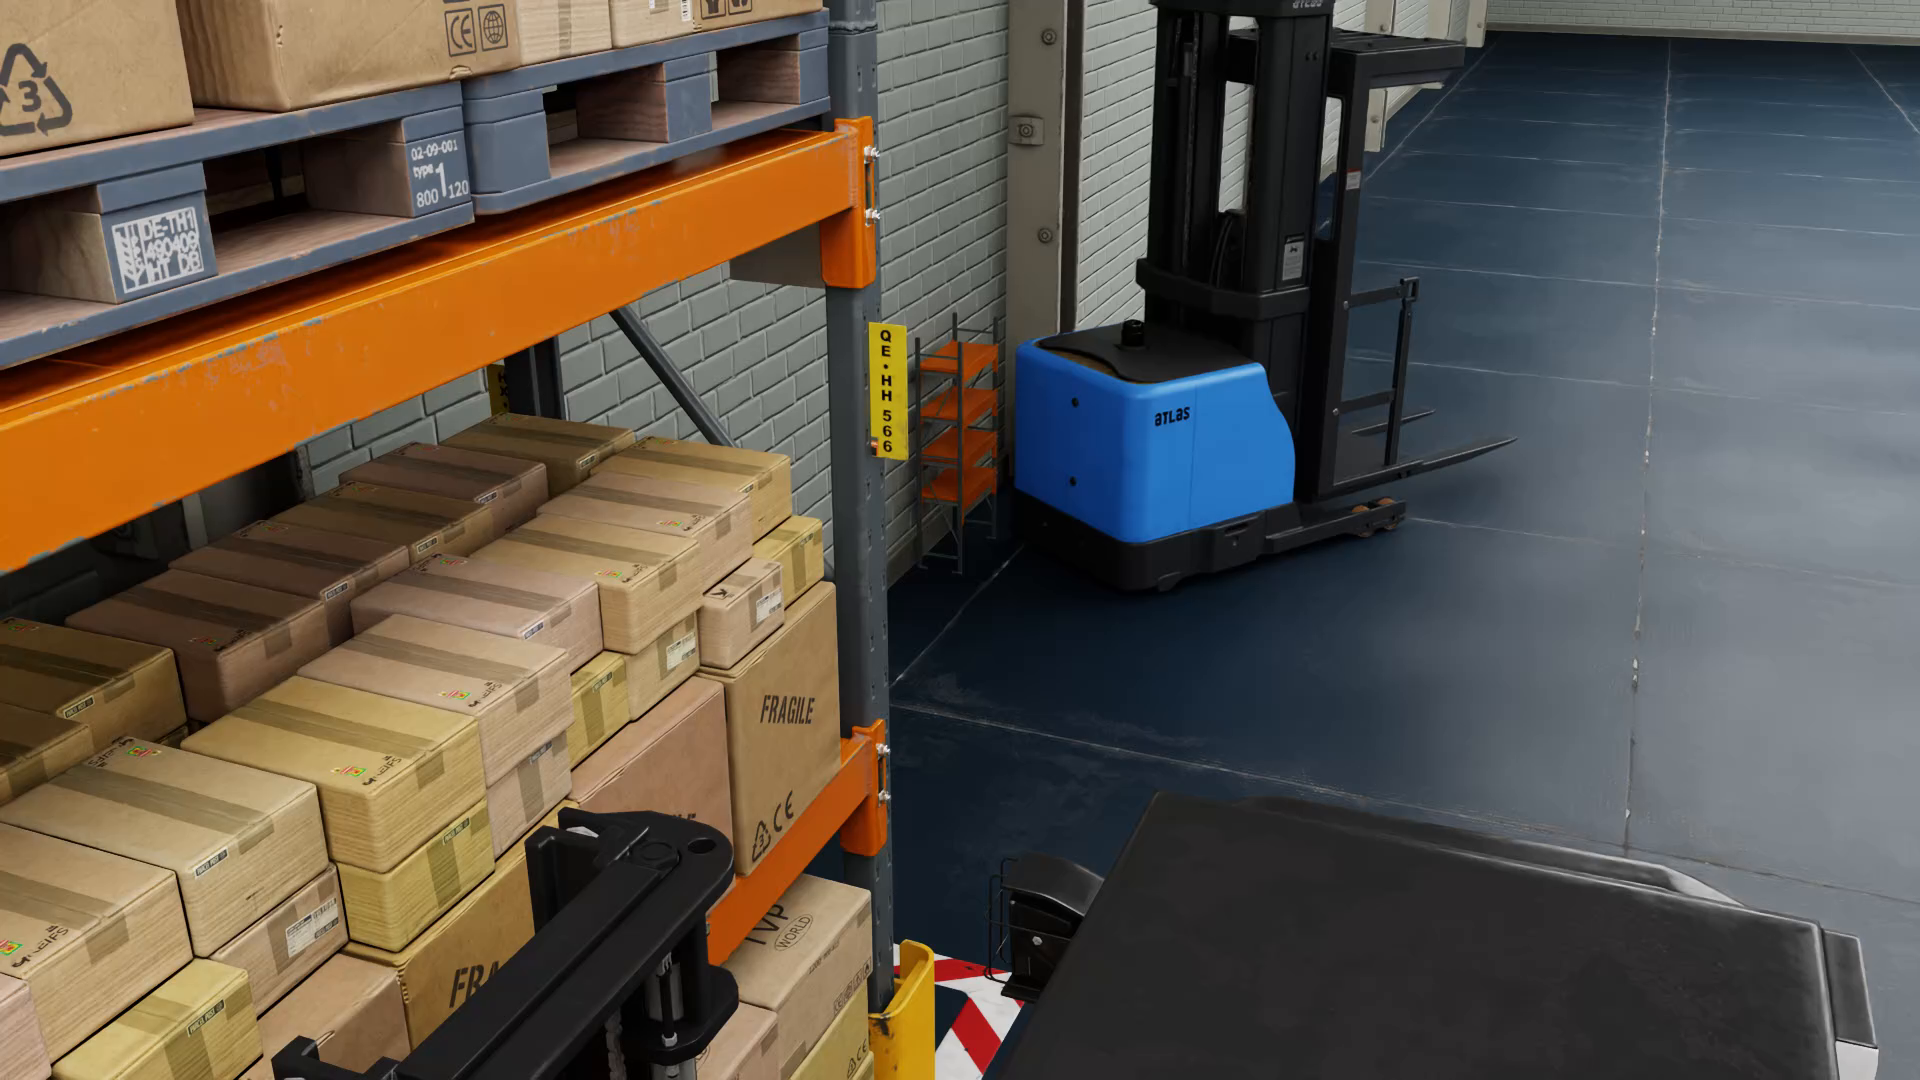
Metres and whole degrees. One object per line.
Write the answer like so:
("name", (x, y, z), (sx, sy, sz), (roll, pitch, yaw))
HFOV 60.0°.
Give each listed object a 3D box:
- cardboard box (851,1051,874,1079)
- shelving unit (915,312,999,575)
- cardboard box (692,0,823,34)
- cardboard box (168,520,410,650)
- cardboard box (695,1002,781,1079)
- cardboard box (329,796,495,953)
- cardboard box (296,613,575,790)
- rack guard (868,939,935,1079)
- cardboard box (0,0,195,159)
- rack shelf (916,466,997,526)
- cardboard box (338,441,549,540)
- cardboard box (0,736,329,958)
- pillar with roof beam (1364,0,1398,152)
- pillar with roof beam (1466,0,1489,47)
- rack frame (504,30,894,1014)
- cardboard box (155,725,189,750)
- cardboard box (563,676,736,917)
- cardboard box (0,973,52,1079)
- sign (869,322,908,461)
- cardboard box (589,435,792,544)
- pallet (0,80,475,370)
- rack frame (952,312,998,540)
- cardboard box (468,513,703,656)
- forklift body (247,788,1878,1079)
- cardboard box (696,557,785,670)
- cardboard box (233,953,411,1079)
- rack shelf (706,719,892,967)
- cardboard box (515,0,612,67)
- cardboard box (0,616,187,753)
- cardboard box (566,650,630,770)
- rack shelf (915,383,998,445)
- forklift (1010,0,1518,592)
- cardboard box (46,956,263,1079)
("cardboard box", (-0.549, 1.505, 4.278), (0.500, 0.250, 0.500), (9, 24, 20))
("shelving unit", (-0.013, -0.488, 8.360), (0.258, 1.200, 0.503), (9, 24, 20))
("cardboard box", (-0.606, -1.260, 3.180), (0.500, 0.500, 0.500), (10, 25, 22))
("cardboard box", (-1.310, 0.095, 3.273), (0.380, 0.149, 0.250), (9, 24, 20))
("cardboard box", (-0.734, 1.223, 3.655), (0.500, 0.250, 0.500), (9, 24, 21))
("cardboard box", (-0.990, 0.498, 2.695), (0.380, 0.149, 0.250), (9, 24, 20))
("cardboard box", (-0.895, 0.270, 2.855), (0.380, 0.149, 0.250), (9, 24, 21))
("rack guard", (-0.659, 1.361, 4.842), (1.175, 0.500, 0.348), (9, 24, 20))
("cardboard box", (-1.332, -0.706, 1.848), (0.797, 0.503, 0.637), (10, 25, 22))
("rack shelf", (-0.013, -0.242, 8.463), (0.258, 0.148, 0.480), (9, 24, 20))
("cardboard box", (-1.148, -0.090, 3.718), (0.380, 0.149, 0.250), (10, 25, 22))
("cardboard box", (-1.170, 0.442, 2.443), (0.380, 0.149, 0.250), (9, 24, 21))
("pillar with roof beam", (8.920, -8.257, 16.841), (9.100, 9.000, 0.400), (9, 24, 20))
("pillar with roof beam", (13.377, -12.551, 27.122), (9.100, 9.000, 0.400), (9, 24, 20))
("rack frame", (-0.668, 0.216, 4.340), (1.000, 3.000, 0.127), (9, 24, 20))
("cardboard box", (-1.578, 0.405, 2.917), (0.380, 0.149, 0.250), (10, 25, 22))
("cardboard box", (-0.808, 0.568, 3.368), (0.500, 0.500, 0.500), (10, 25, 22))
("cardboard box", (-1.355, 0.621, 2.014), (0.380, 0.149, 0.250), (9, 24, 20))
("sign", (-0.169, -0.344, 3.873), (0.100, 0.325, 0.005), (9, 24, 20))
("cardboard box", (-0.605, -0.108, 3.759), (0.380, 0.149, 0.250), (9, 24, 20))
("pallet", (-1.406, -0.439, 2.133), (1.003, 0.211, 1.213), (9, 24, 20))
("rack frame", (0.076, -0.575, 8.570), (0.240, 1.200, 0.015), (9, 24, 20))
("cardboard box", (-0.740, 0.082, 3.304), (0.380, 0.149, 0.250), (9, 24, 21))
("forklift body", (0.321, 1.548, 2.254), (2.313, 2.155, 1.214), (9, 24, 20))
("cardboard box", (-0.604, 0.131, 3.574), (0.380, 0.149, 0.250), (9, 24, 21))
("cardboard box", (-1.175, 0.933, 2.494), (0.500, 0.500, 0.500), (9, 24, 20))
("rack shelf", (-1.411, 1.264, 2.765), (1.077, 0.370, 4.000), (9, 24, 20))
("cardboard box", (-0.788, -0.915, 2.656), (0.396, 0.266, 0.258), (9, 24, 20))
("cardboard box", (-1.574, 0.273, 2.848), (0.380, 0.149, 0.250), (8, 24, 19))
("cardboard box", (-0.860, 0.302, 3.164), (0.380, 0.149, 0.250), (9, 24, 20))
("rack shelf", (-0.012, -0.632, 8.300), (0.258, 0.148, 0.480), (9, 24, 20))
("forklift", (1.773, -1.519, 8.584), (3.031, 2.935, 1.130), (-14, 27, -31))
("cardboard box", (-1.198, 0.676, 2.270), (0.380, 0.149, 0.250), (8, 24, 19))
